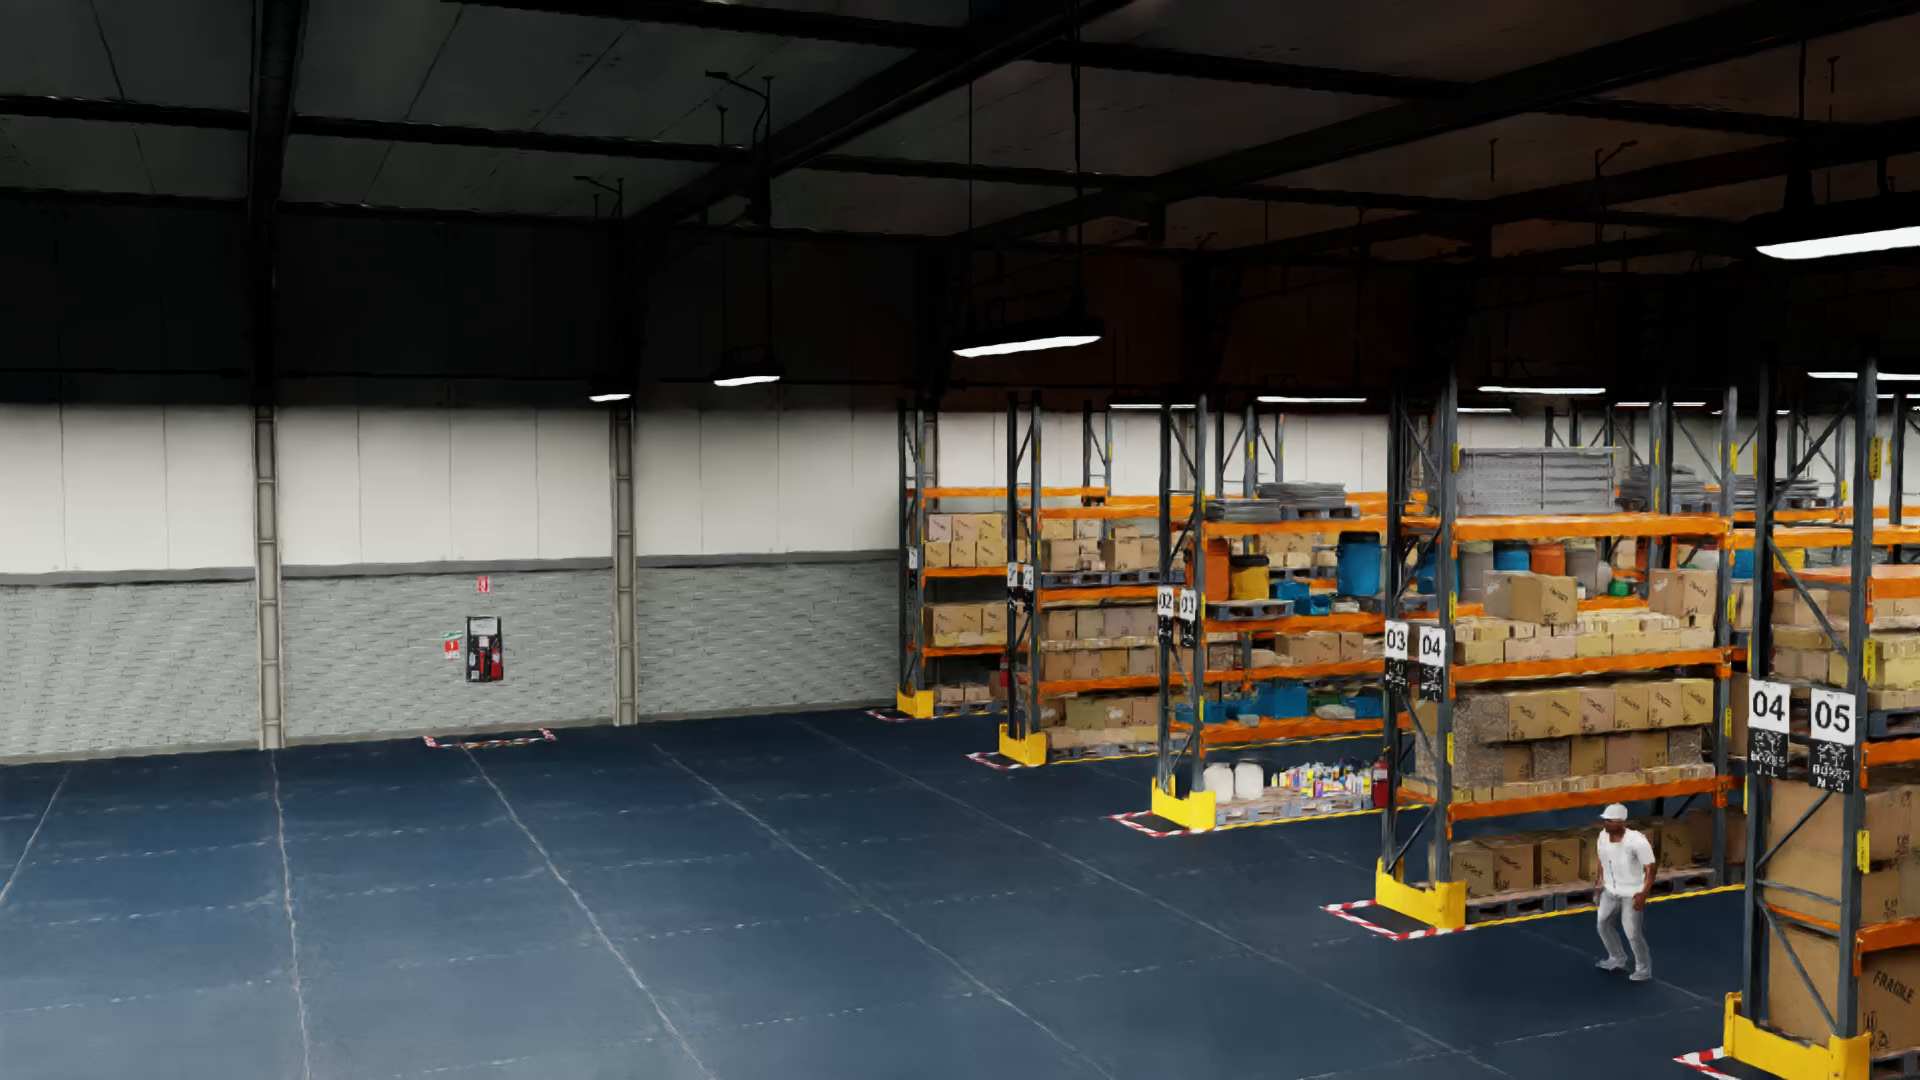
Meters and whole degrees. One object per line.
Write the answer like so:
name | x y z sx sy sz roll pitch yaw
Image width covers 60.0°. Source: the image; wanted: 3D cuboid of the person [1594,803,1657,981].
person | 6.383 3.375 16.028 0.578 1.714 0.719 -2 4 -26
